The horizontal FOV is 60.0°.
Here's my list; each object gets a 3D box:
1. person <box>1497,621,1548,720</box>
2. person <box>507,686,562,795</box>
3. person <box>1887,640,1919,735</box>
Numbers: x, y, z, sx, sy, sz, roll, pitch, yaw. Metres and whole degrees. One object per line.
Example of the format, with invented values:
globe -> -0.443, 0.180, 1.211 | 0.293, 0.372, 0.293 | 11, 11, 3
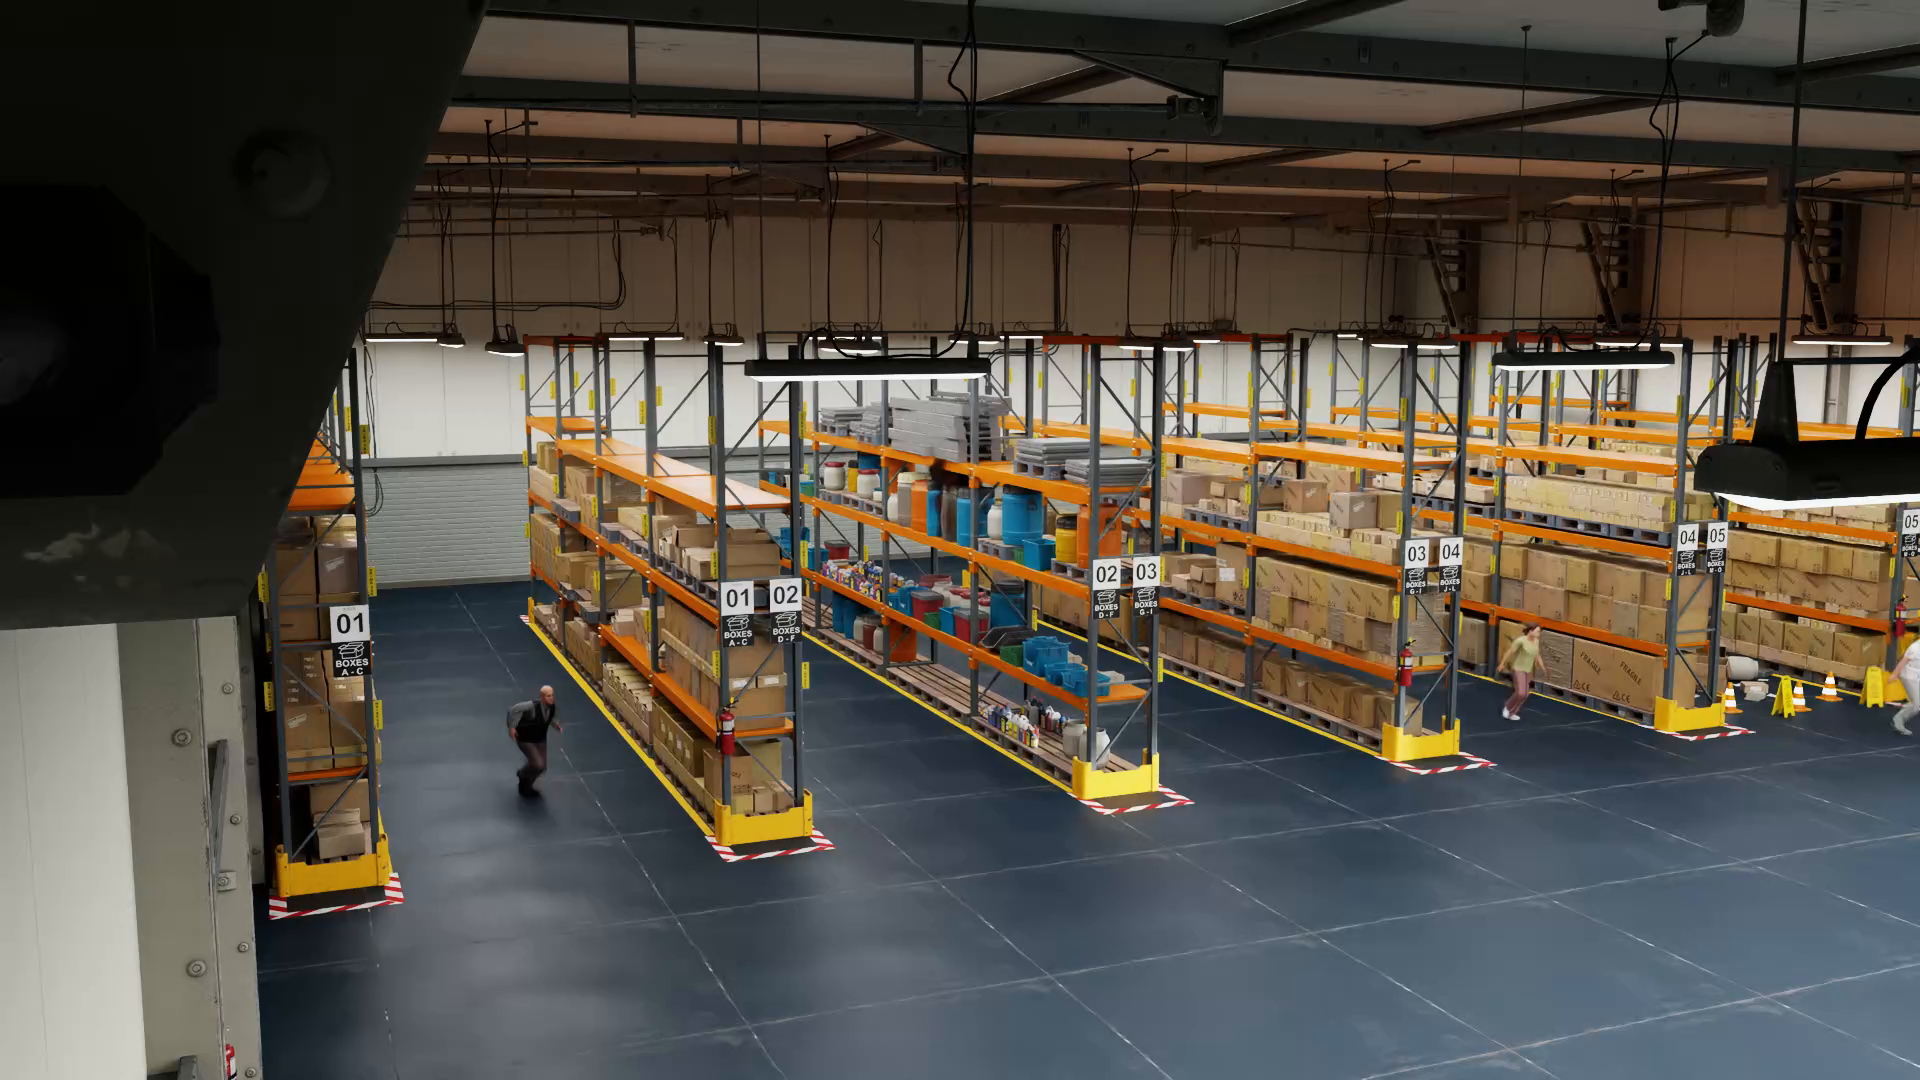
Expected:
person -> 8.859, 2.056, 26.141 | 0.578, 1.606, 0.594 | -4, 9, -29
person -> -5.611, 2.661, 21.914 | 0.844, 1.549, 0.695 | 6, 10, 38
person -> 14.587, 2.139, 25.312 | 0.665, 1.705, 0.652 | -6, 10, -37
